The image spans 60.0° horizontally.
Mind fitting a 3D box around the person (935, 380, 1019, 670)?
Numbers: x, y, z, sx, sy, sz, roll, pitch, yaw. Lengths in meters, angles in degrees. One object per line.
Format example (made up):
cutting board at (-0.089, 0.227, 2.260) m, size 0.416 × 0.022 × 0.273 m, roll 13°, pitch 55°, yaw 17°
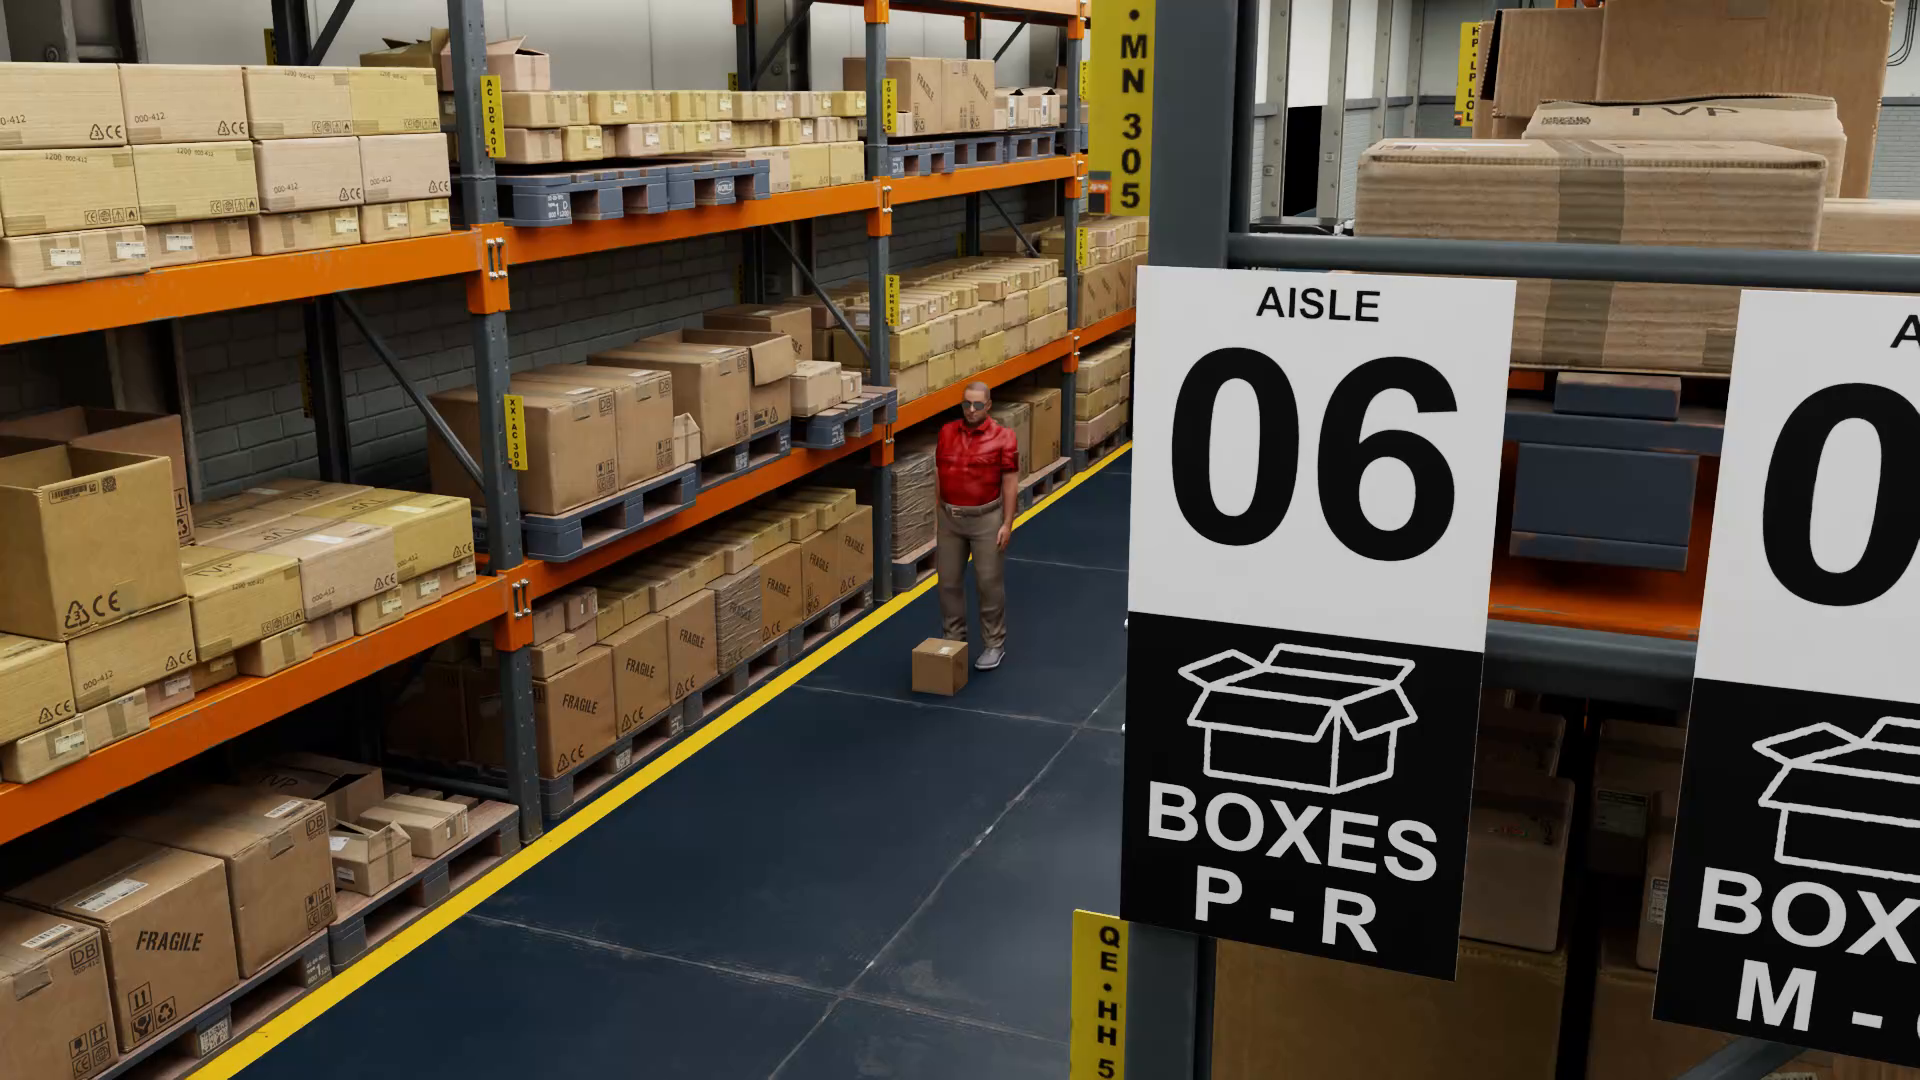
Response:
person at (0.078, -0.090, 9.901) m, size 0.527 × 1.723 × 0.360 m, roll 6°, pitch 17°, yaw 22°
